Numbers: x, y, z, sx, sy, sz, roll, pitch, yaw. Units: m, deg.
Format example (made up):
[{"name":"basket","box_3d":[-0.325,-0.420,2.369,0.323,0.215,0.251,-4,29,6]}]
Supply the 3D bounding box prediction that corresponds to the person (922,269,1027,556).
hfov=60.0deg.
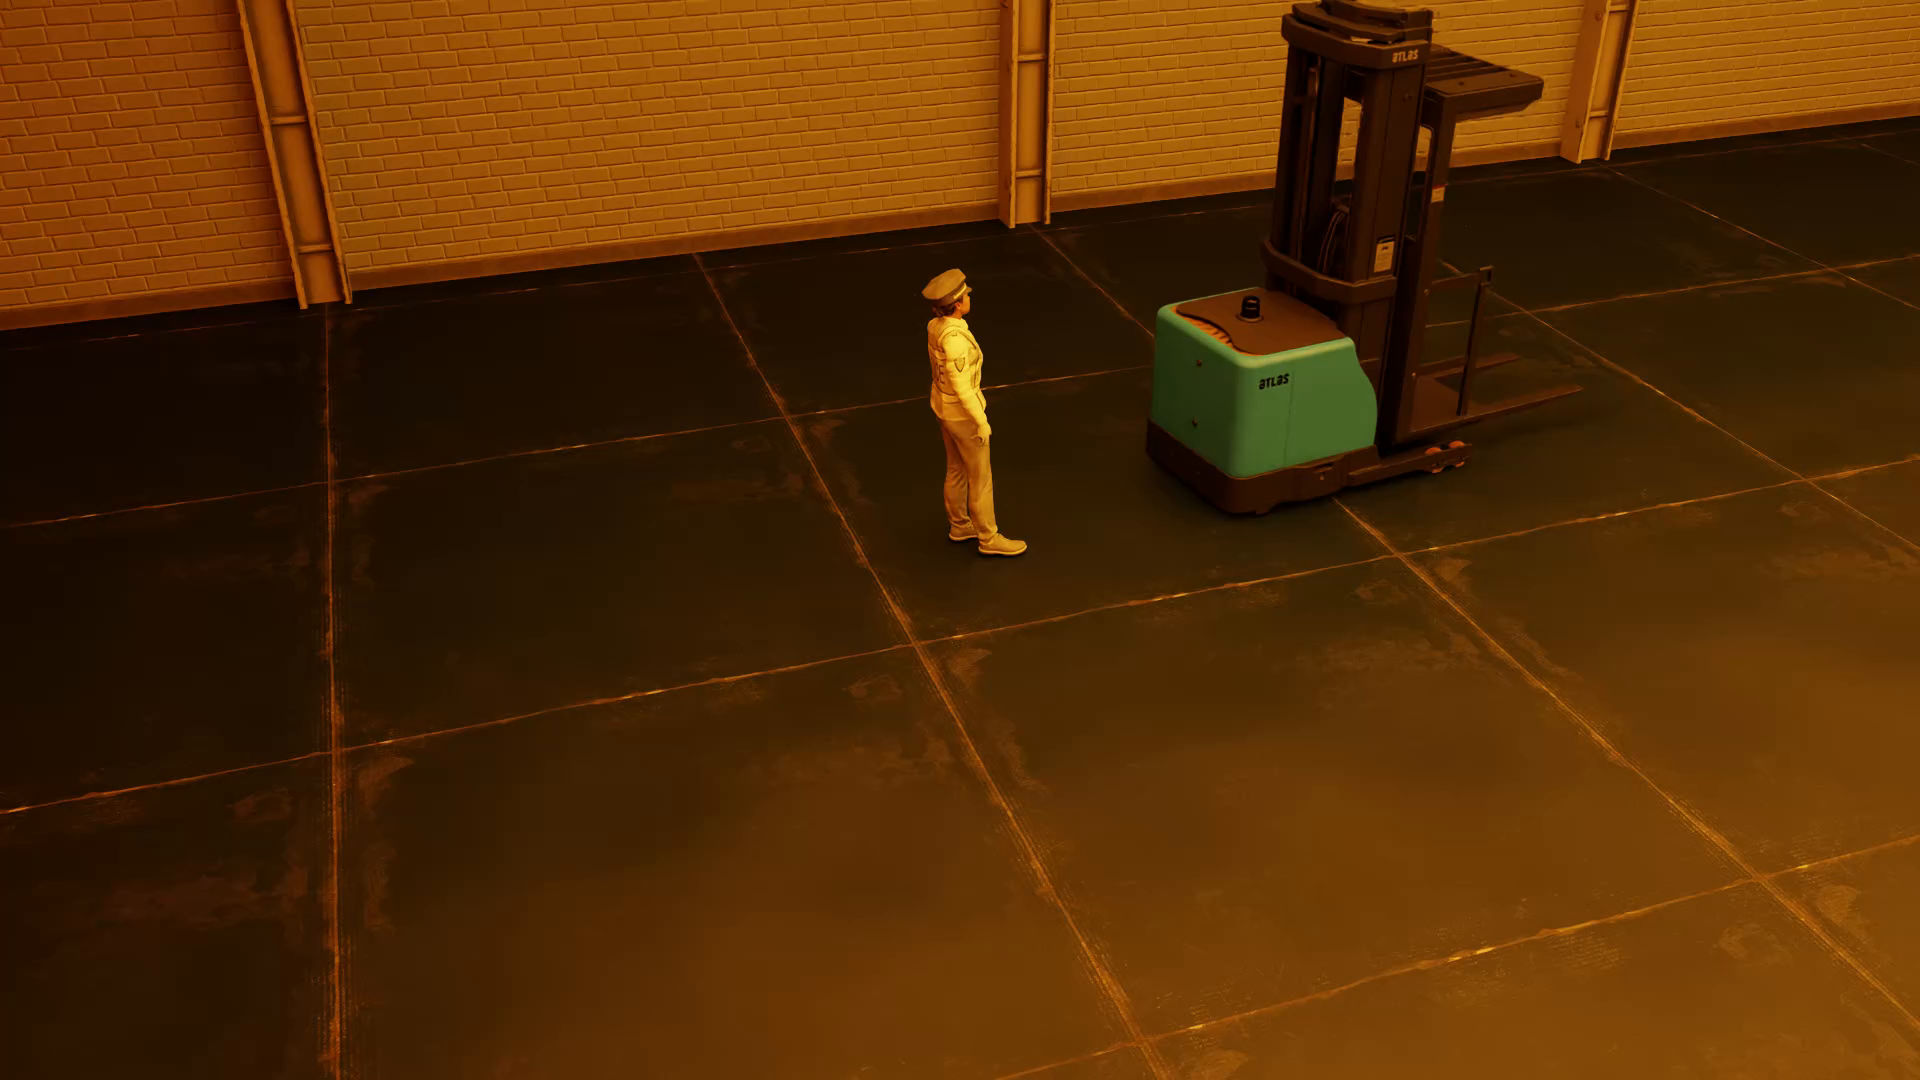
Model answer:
[{"name":"person","box_3d":[0.067,-0.749,9.613,0.531,1.695,0.587,-10,31,-16]}]

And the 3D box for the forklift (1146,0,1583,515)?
[{"name":"forklift","box_3d":[2.770,-1.926,10.434,3.031,2.935,1.130,-14,33,-23]}]
